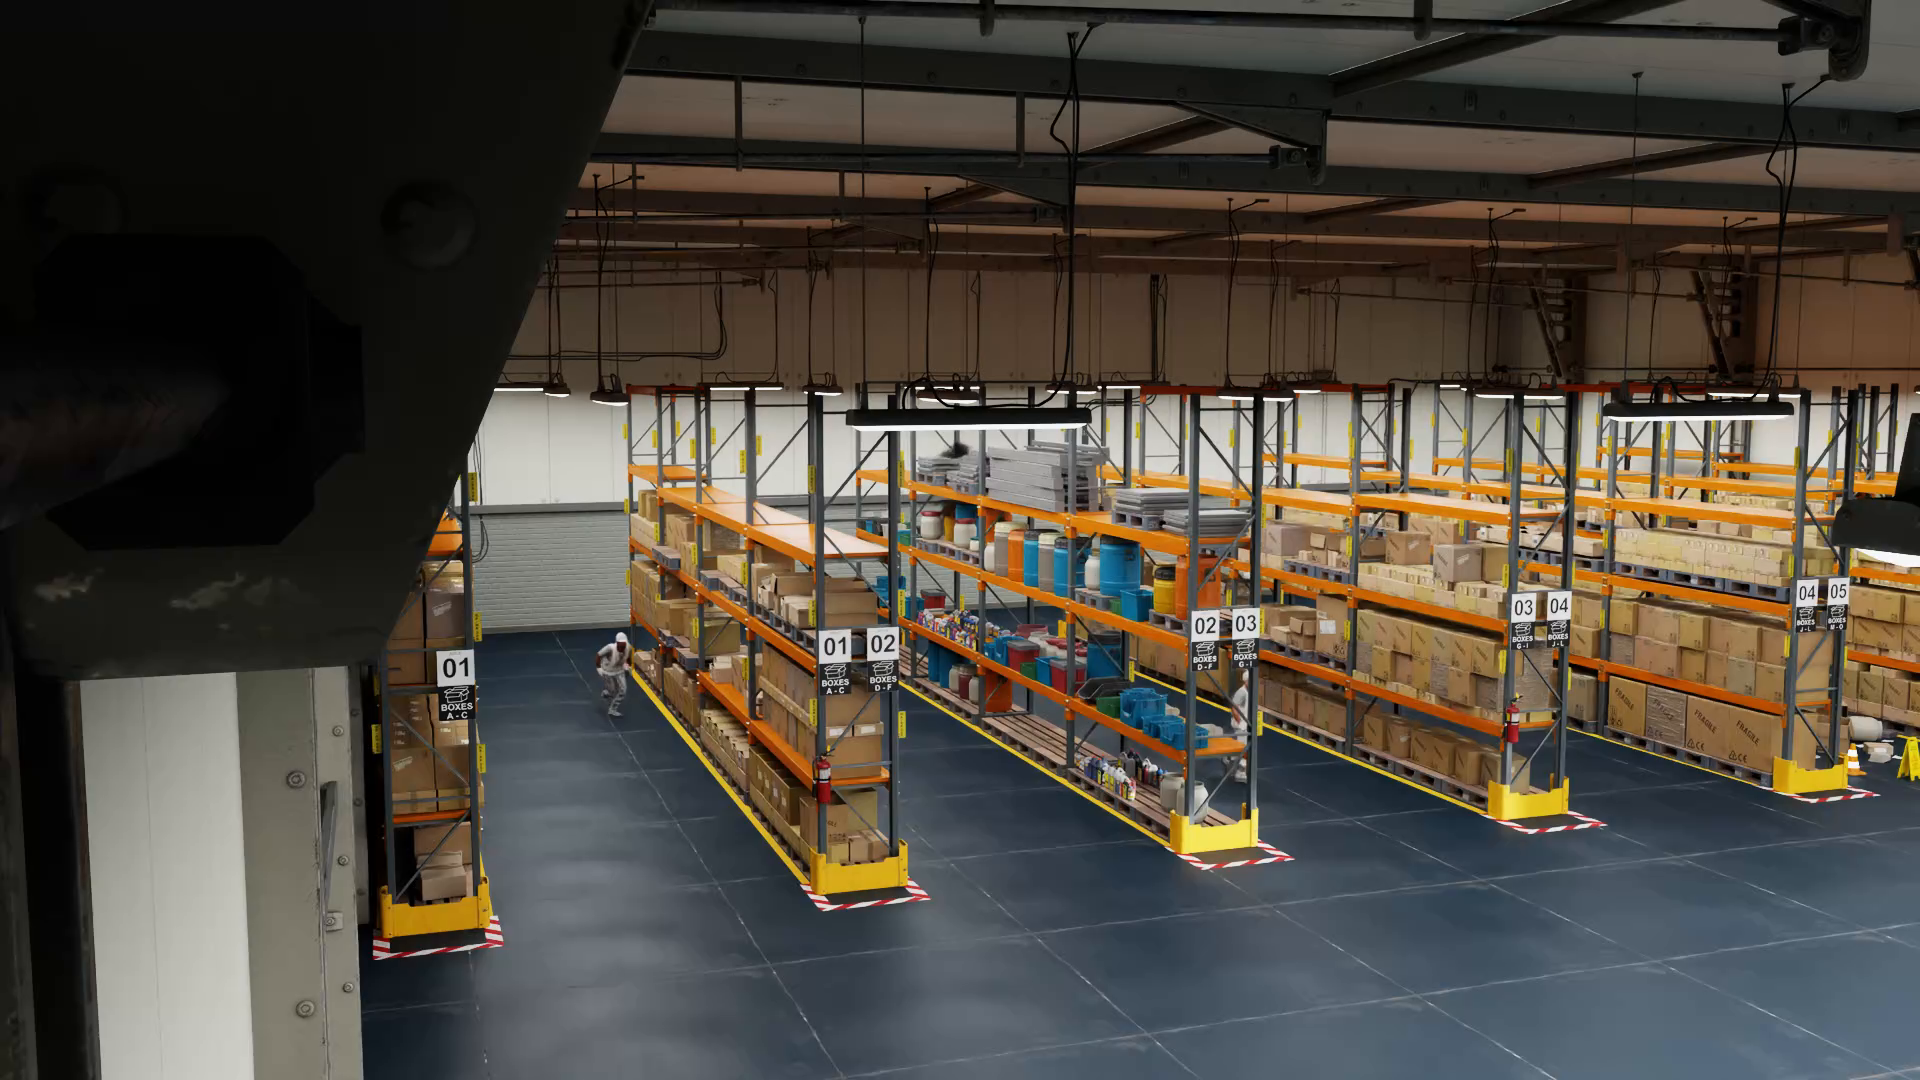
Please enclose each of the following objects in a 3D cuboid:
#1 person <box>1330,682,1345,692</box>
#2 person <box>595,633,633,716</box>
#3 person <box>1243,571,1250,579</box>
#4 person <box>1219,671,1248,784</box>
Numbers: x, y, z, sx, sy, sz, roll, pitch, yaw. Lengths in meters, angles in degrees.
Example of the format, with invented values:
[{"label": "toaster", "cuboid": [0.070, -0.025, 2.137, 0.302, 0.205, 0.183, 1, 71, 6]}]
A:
[{"label": "person", "cuboid": [7.241, 2.304, 31.296, 0.667, 1.568, 1.061, -1, 6, -9]}, {"label": "person", "cuboid": [-6.316, 2.431, 30.247, 0.703, 1.580, 0.968, -4, 7, -37]}, {"label": "person", "cuboid": [7.171, 1.259, 40.982, 0.694, 1.798, 0.685, 6, 8, 44]}, {"label": "person", "cuboid": [4.262, 2.851, 25.434, 0.626, 1.751, 0.699, 4, 7, 35]}]
